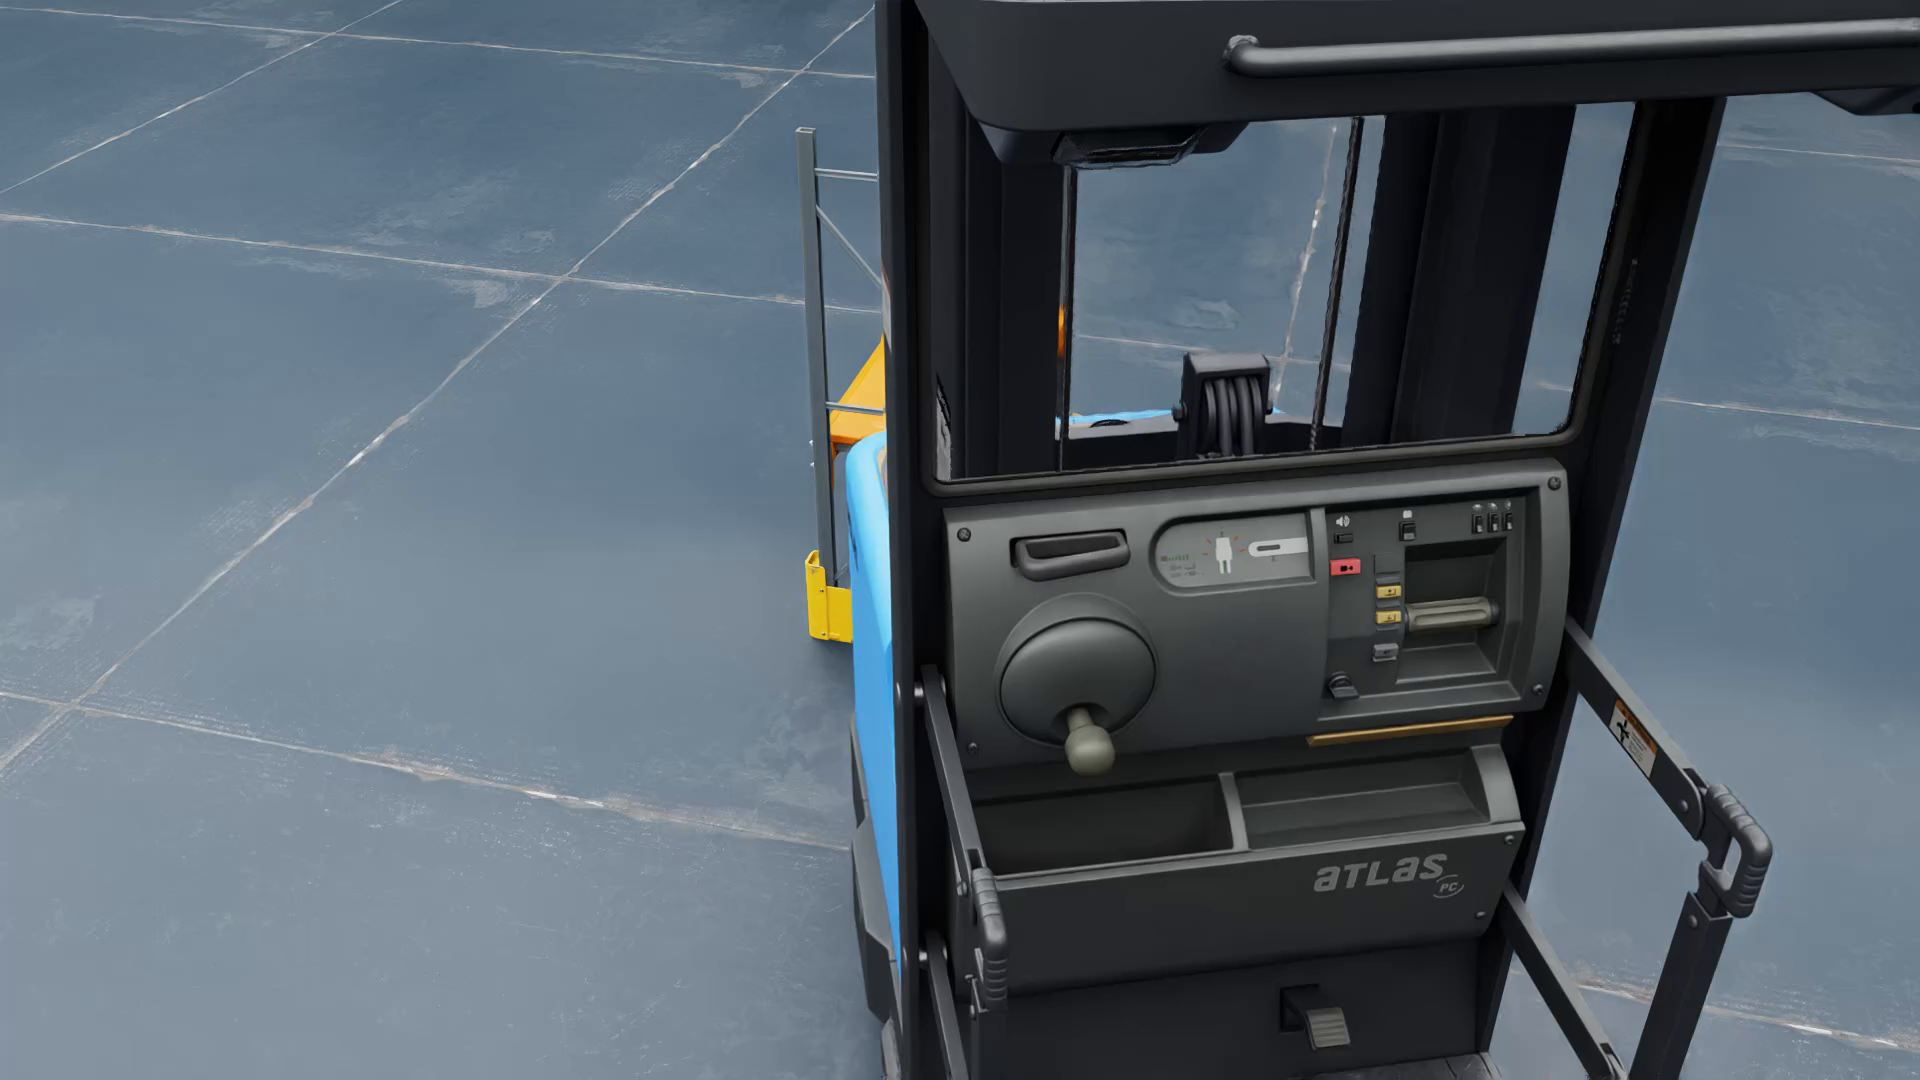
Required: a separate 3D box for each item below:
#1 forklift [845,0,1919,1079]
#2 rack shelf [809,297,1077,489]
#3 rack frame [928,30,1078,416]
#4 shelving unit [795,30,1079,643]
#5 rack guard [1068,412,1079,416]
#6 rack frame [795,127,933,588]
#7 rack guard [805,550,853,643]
[{"bbox_3d":[0.481,0.169,2.252,1.130,2.935,3.031,-5,33,-8],"label":"forklift"},{"bbox_3d":[-0.022,-0.437,4.875,0.538,0.185,1.000,8,33,12],"label":"rack shelf"},{"bbox_3d":[0.107,-0.852,5.193,0.500,1.500,0.032,8,33,12],"label":"rack frame"},{"bbox_3d":[-0.019,-0.593,4.785,0.587,1.500,1.083,8,33,12],"label":"shelving unit"},{"bbox_3d":[0.107,-0.324,5.527,0.587,0.250,0.087,8,33,12],"label":"rack guard"},{"bbox_3d":[-0.151,-0.325,4.363,0.500,1.500,0.032,8,33,12],"label":"rack frame"},{"bbox_3d":[-0.146,0.192,4.714,0.587,0.250,0.087,8,33,12],"label":"rack guard"}]
